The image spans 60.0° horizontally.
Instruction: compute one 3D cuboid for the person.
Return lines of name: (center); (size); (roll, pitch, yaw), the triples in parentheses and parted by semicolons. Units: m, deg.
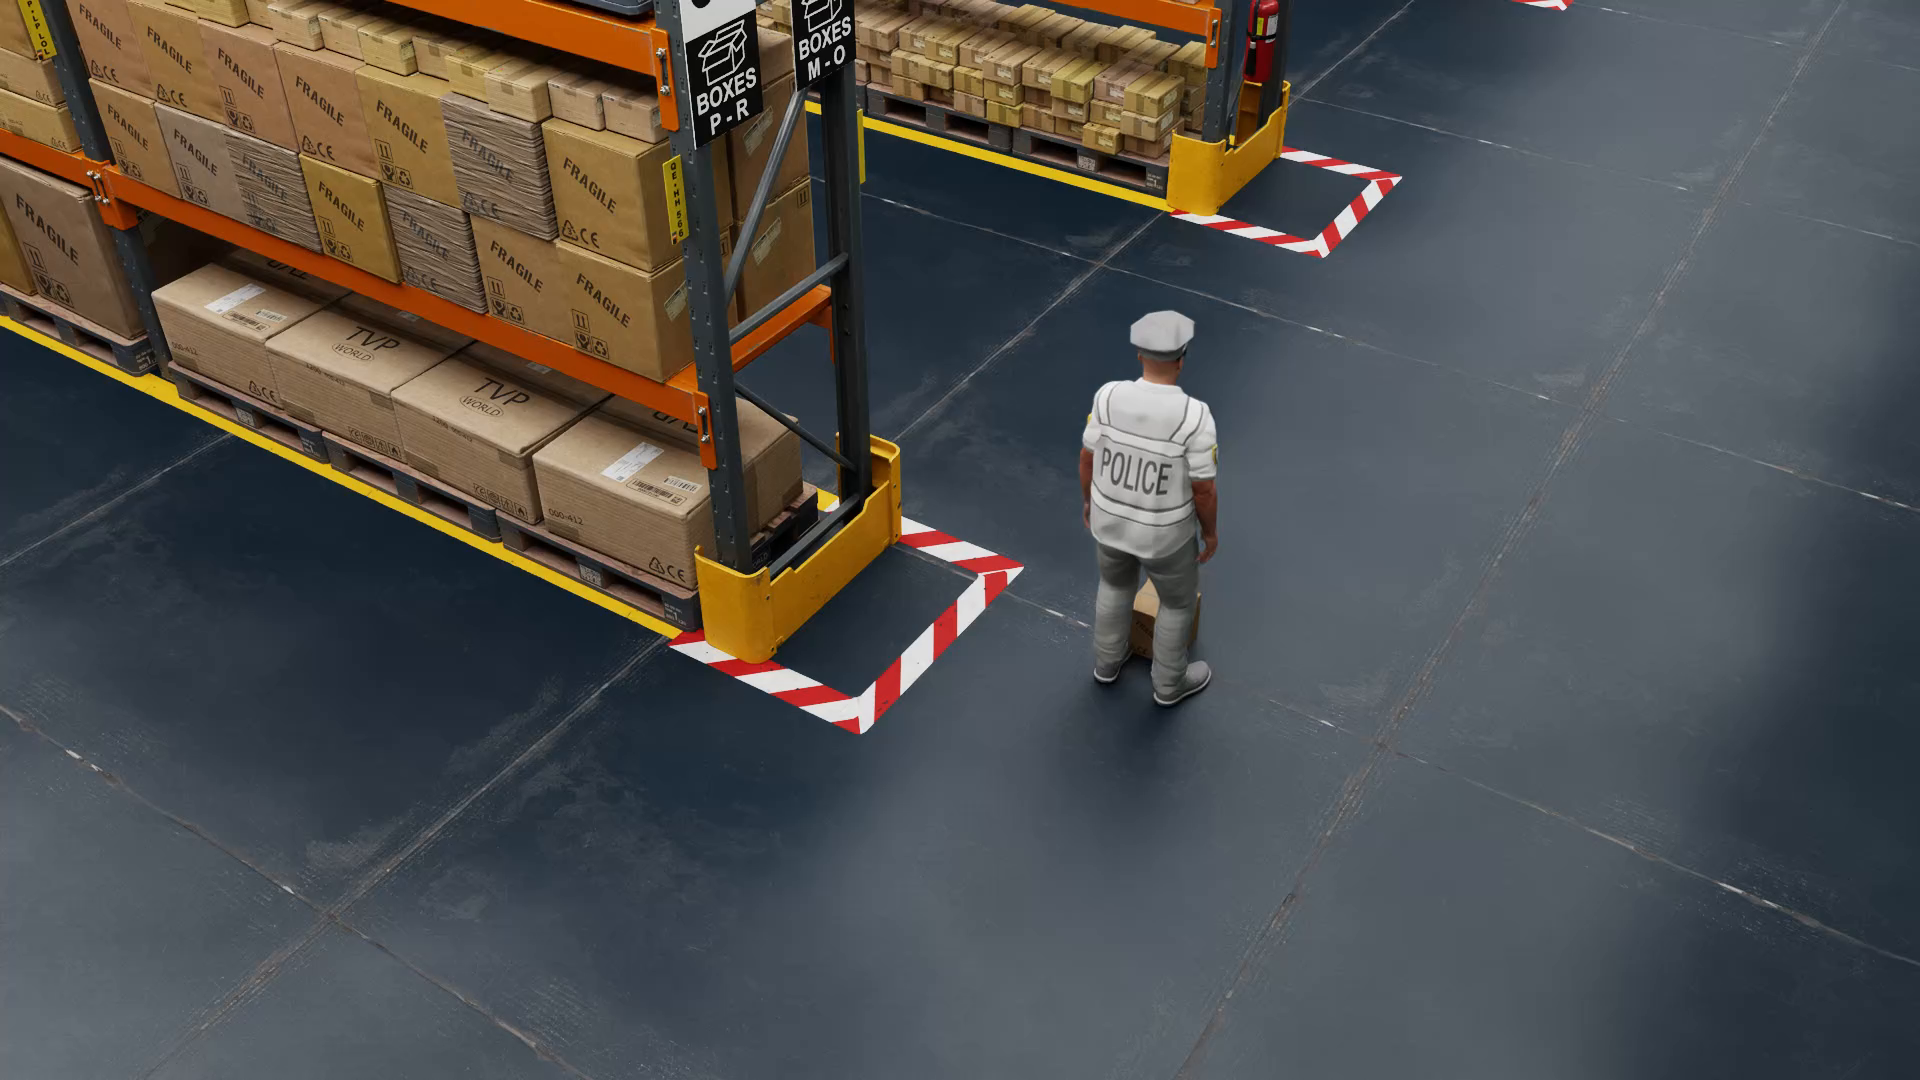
person: (0.764, -0.079, 6.775); (0.604, 1.747, 0.442); (19, 42, 22)
